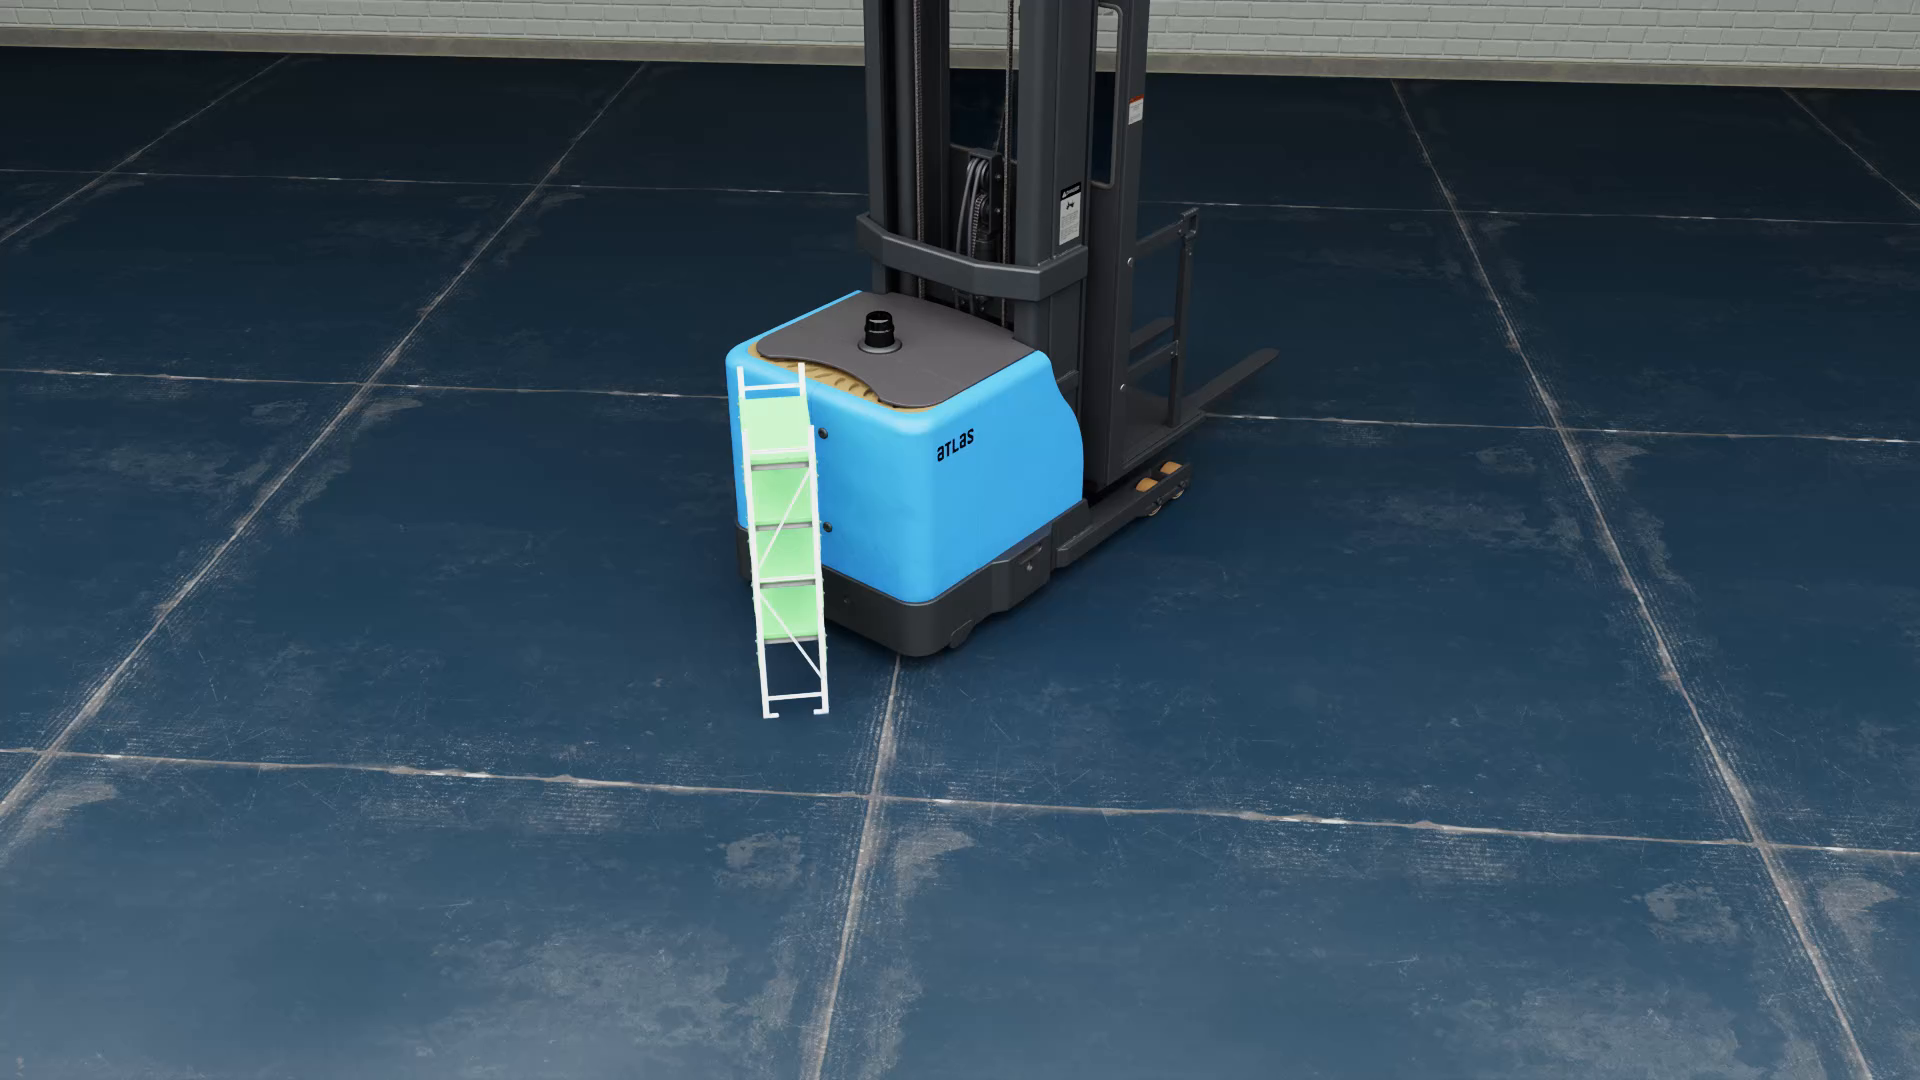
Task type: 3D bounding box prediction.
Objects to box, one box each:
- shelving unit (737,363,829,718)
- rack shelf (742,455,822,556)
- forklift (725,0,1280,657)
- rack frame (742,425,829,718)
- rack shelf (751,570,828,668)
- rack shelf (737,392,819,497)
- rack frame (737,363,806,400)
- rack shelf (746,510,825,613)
[{"bbox_3d":[-0.646,0.011,6.088,0.258,1.200,0.503,-4,32,-7],"label":"shelving unit"},{"bbox_3d":[-0.646,-0.138,5.995,0.258,0.148,0.480,-4,32,-7],"label":"rack shelf"},{"bbox_3d":[0.398,-1.504,6.898,1.130,2.935,3.031,23,38,32],"label":"forklift"},{"bbox_3d":[-0.611,0.138,5.882,0.240,1.200,0.015,-4,32,-7],"label":"rack frame"},{"bbox_3d":[-0.646,0.270,6.247,0.258,0.148,0.480,-4,32,-7],"label":"rack shelf"},{"bbox_3d":[-0.646,-0.343,5.869,0.258,0.148,0.480,-4,32,-7],"label":"rack shelf"},{"bbox_3d":[-0.681,-0.115,6.293,0.240,1.200,0.015,-4,32,-7],"label":"rack frame"},{"bbox_3d":[-0.646,0.066,6.121,0.258,0.148,0.480,-4,32,-7],"label":"rack shelf"}]
